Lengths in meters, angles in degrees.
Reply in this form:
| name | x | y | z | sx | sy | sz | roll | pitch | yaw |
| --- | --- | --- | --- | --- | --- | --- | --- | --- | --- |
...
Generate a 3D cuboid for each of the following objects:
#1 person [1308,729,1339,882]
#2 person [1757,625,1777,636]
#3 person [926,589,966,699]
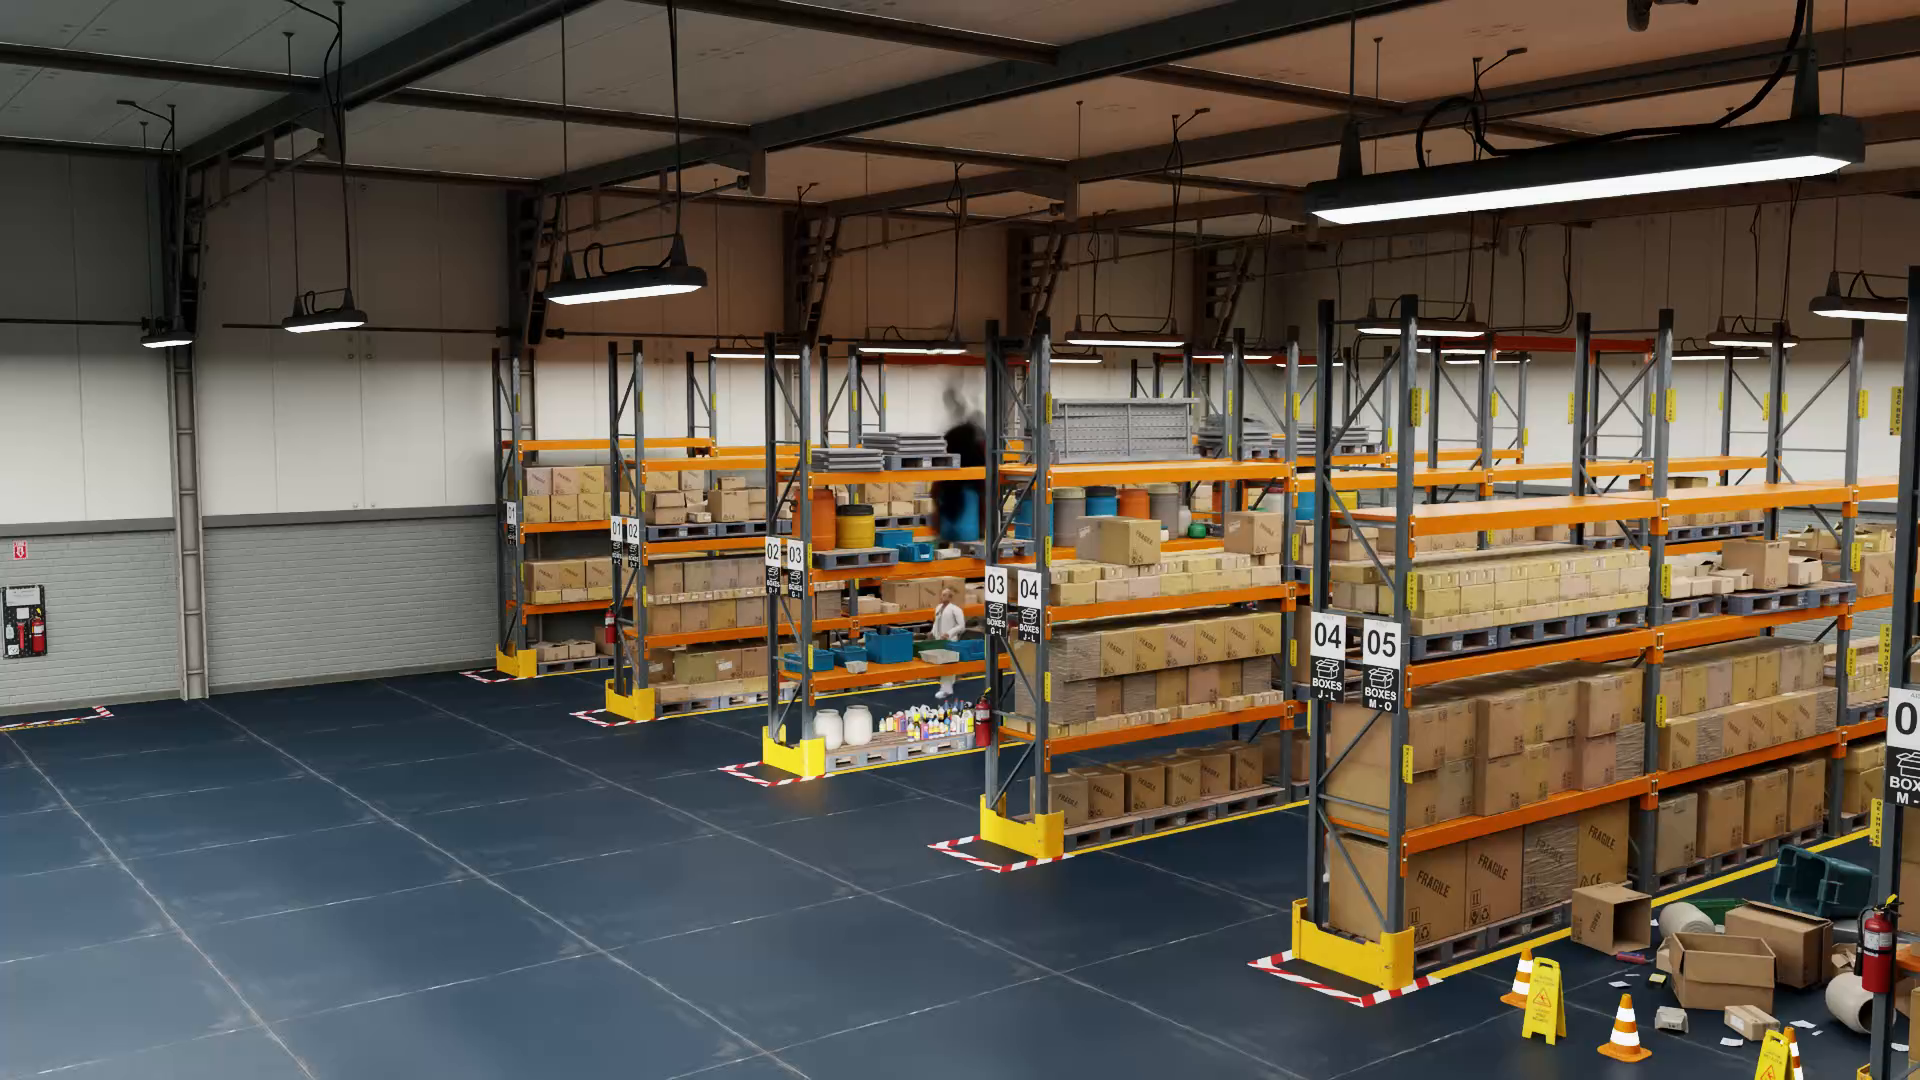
| name | x | y | z | sx | sy | sz | roll | pitch | yaw |
| --- | --- | --- | --- | --- | --- | --- | --- | --- | --- |
| person | 3.917 | 2.823 | 17.571 | 0.572 | 1.628 | 0.578 | 5 | 7 | 42 |
| person | 14.252 | 1.753 | 29.598 | 0.614 | 1.632 | 0.752 | -1 | 5 | -11 |
| person | -0.205 | 1.664 | 26.904 | 0.634 | 1.762 | 0.723 | -5 | 7 | -43 |
